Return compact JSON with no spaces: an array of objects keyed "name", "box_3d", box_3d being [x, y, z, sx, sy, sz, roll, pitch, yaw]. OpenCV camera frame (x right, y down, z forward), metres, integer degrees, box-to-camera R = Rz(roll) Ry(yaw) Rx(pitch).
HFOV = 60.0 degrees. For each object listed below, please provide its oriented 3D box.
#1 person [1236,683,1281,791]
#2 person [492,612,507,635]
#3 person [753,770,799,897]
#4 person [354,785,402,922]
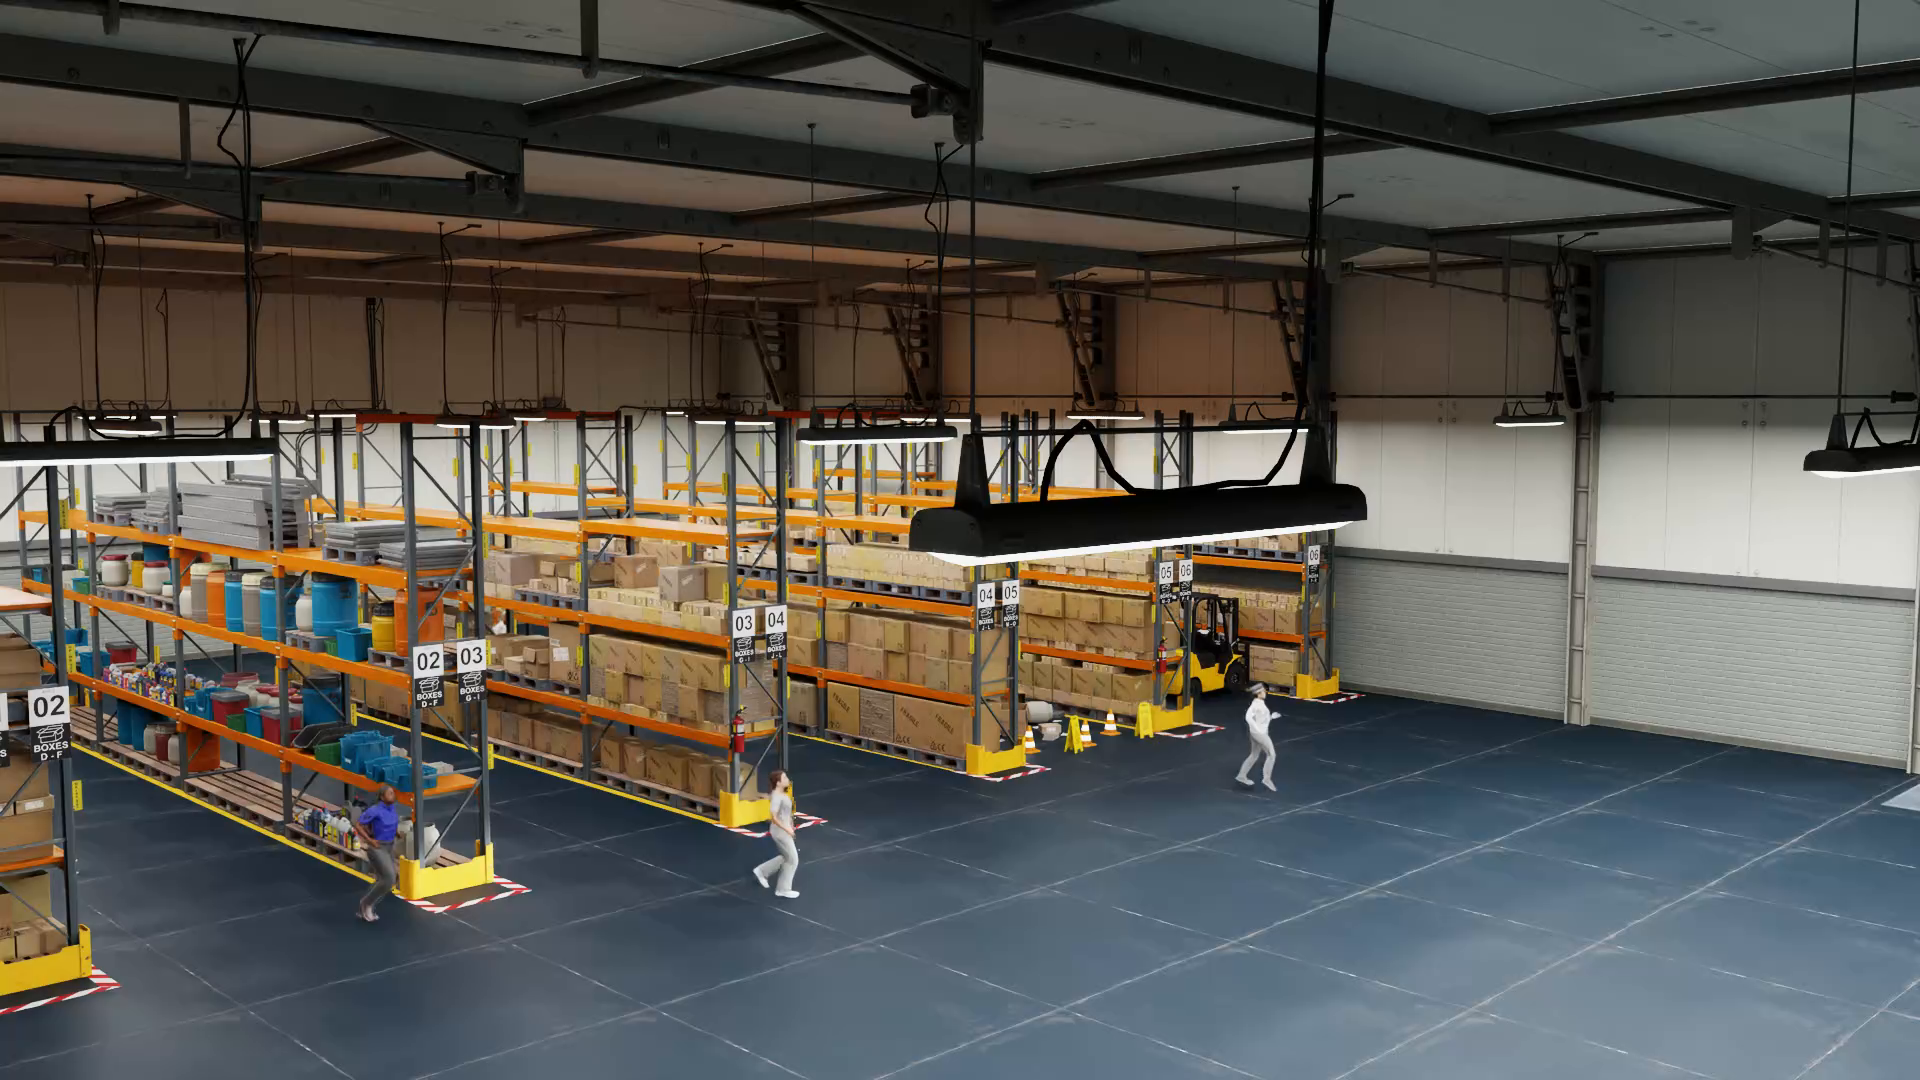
[{"name":"person","box_3d":[4.808,3.165,26.752,0.709,1.753,0.593,0,5,1]},{"name":"person","box_3d":[-9.917,2.379,36.233,0.615,1.670,0.838,-4,7,-40]},{"name":"person","box_3d":[-2.323,3.702,20.981,0.580,1.642,0.564,-1,5,-8]},{"name":"person","box_3d":[-7.001,3.774,20.143,0.561,1.609,0.575,1,5,11]}]
